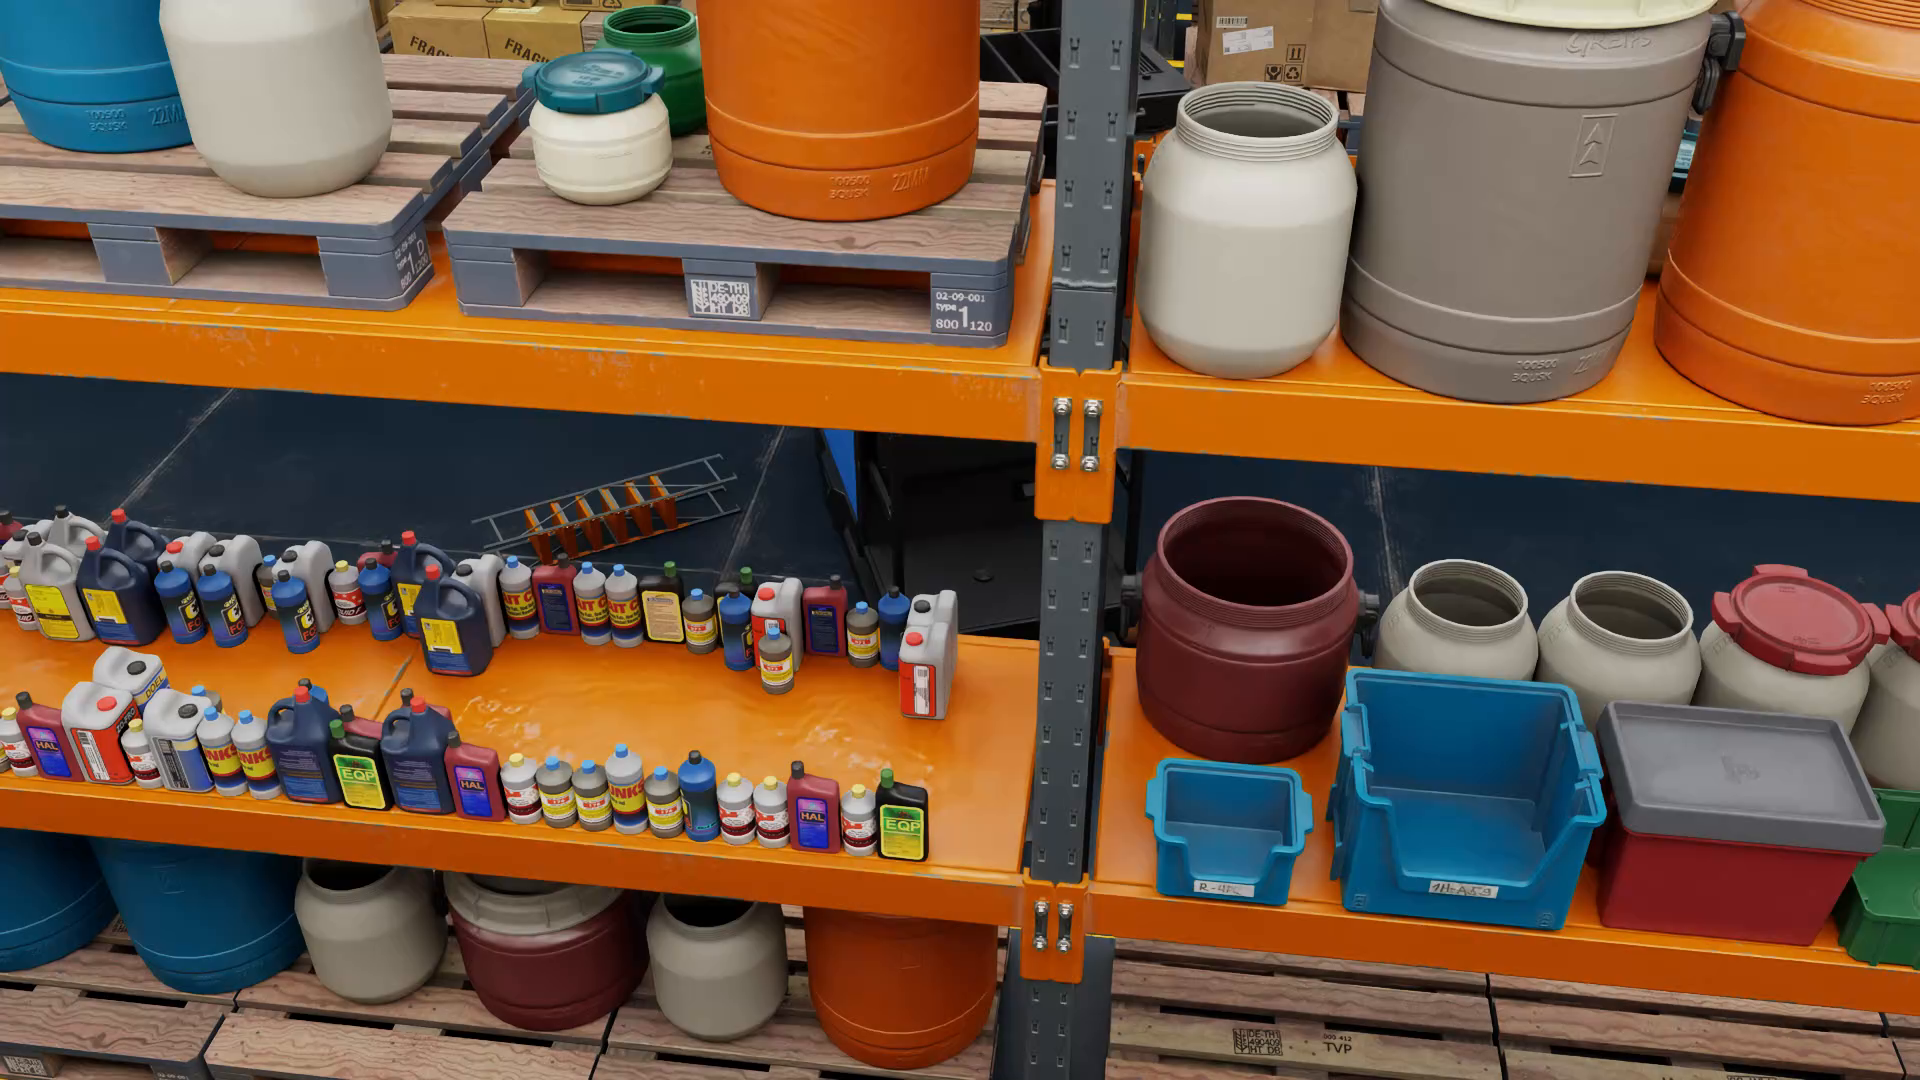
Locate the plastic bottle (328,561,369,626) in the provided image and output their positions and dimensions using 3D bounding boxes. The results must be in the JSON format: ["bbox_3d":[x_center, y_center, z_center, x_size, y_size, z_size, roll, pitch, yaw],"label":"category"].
[{"bbox_3d":[-1.884,0.155,5.122,0.097,0.201,0.097,0,36,0],"label":"plastic bottle"}]

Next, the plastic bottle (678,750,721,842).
[{"bbox_3d":[-0.683,0.660,4.353,0.097,0.271,0.097,0,36,0],"label":"plastic bottle"}]

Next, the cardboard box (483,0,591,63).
[{"bbox_3d":[-2.106,-2.533,8.631,0.500,0.500,0.500,4,36,6],"label":"cardboard box"}]

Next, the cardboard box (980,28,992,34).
[{"bbox_3d":[-0.077,-2.386,8.425,0.500,0.500,0.500,4,36,6],"label":"cardboard box"}]

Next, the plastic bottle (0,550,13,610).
[{"bbox_3d":[-2.985,0.108,5.187,0.097,0.201,0.097,0,36,0],"label":"plastic bottle"}]

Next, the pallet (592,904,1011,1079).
[{"bbox_3d":[-0.480,1.543,5.406,1.213,0.211,1.003,4,36,6],"label":"pallet"}]

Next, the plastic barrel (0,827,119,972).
[{"bbox_3d":[-3.123,0.880,5.380,0.708,0.901,0.600,4,36,6],"label":"plastic barrel"}]

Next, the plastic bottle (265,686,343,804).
[{"bbox_3d":[-1.750,0.535,4.461,0.185,0.351,0.144,4,36,6],"label":"plastic bottle"}]

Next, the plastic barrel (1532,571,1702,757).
[{"bbox_3d":[1.772,0.381,4.537,0.421,0.512,0.421,0,36,0],"label":"plastic barrel"}]

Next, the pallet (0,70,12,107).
[{"bbox_3d":[-2.871,-0.996,4.143,1.003,0.211,1.213,4,36,6],"label":"pallet"}]

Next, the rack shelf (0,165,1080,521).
[{"bbox_3d":[-1.677,-0.633,4.093,4.000,0.370,1.077,4,36,6],"label":"rack shelf"}]

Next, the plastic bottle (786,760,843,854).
[{"bbox_3d":[-0.378,0.689,4.303,0.133,0.283,0.061,4,36,6],"label":"plastic bottle"}]

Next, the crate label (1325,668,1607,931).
[{"bbox_3d":[1.258,0.658,4.216,0.616,0.435,0.502,4,36,6],"label":"crate label"}]

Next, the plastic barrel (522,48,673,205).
[{"bbox_3d":[-0.775,-0.888,3.587,0.301,0.262,0.301,0,36,0],"label":"plastic barrel"}]

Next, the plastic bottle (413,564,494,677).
[{"bbox_3d":[-1.500,0.225,4.895,0.185,0.351,0.144,4,36,6],"label":"plastic bottle"}]

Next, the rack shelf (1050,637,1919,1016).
[{"bbox_3d":[2.291,0.883,4.549,4.000,0.370,1.077,4,36,6],"label":"rack shelf"}]

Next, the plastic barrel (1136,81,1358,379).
[{"bbox_3d":[0.576,-0.624,3.364,0.421,0.512,0.421,0,36,0],"label":"plastic barrel"}]

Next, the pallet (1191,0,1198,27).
[{"bbox_3d":[2.442,-4.025,13.208,1.213,0.211,1.003,4,36,6],"label":"pallet"}]

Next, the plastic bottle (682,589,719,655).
[{"bbox_3d":[-0.784,0.237,5.007,0.097,0.201,0.097,0,36,0],"label":"plastic bottle"}]

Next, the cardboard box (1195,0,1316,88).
[{"bbox_3d":[1.478,-2.606,8.372,0.500,0.500,0.500,0,36,0],"label":"cardboard box"}]

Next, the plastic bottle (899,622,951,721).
[{"bbox_3d":[-0.100,0.363,4.767,0.135,0.276,0.152,4,36,6],"label":"plastic bottle"}]

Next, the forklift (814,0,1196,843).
[{"bbox_3d":[0.162,-0.844,6.409,1.130,2.935,3.031,-9,36,-12],"label":"forklift"}]

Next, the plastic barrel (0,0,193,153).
[{"bbox_3d":[-1.948,-1.411,3.770,0.708,0.901,0.600,4,36,6],"label":"plastic barrel"}]

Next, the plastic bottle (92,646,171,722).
[{"bbox_3d":[-2.312,0.432,4.670,0.135,0.276,0.152,4,36,6],"label":"plastic bottle"}]

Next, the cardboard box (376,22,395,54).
[{"bbox_3d":[-3.281,-2.818,9.333,0.250,0.149,0.380,4,36,6],"label":"cardboard box"}]

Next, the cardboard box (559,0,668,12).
[{"bbox_3d":[-1.716,-3.056,8.501,0.637,0.503,0.797,5,36,6],"label":"cardboard box"}]

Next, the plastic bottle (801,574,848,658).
[{"bbox_3d":[-0.401,0.221,4.958,0.133,0.283,0.061,4,36,6],"label":"plastic bottle"}]

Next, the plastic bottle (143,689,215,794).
[{"bbox_3d":[-2.101,0.537,4.523,0.135,0.276,0.152,4,36,6],"label":"plastic bottle"}]

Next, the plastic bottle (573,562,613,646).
[{"bbox_3d":[-1.109,0.184,5.021,0.097,0.271,0.097,0,36,0],"label":"plastic bottle"}]

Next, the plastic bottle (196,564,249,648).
[{"bbox_3d":[-2.230,0.190,5.013,0.097,0.271,0.097,0,36,0],"label":"plastic bottle"}]

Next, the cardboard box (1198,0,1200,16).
[{"bbox_3d":[2.262,-4.420,12.936,0.750,0.750,1.050,4,36,5],"label":"cardboard box"}]

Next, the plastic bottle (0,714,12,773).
[{"bbox_3d":[-2.679,0.540,4.582,0.097,0.201,0.097,0,36,0],"label":"plastic bottle"}]

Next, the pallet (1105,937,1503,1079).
[{"bbox_3d":[1.070,1.657,5.246,1.213,0.211,1.003,4,36,6],"label":"pallet"}]

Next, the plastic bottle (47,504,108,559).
[{"bbox_3d":[-2.707,0.046,5.146,0.185,0.351,0.144,4,36,6],"label":"plastic bottle"}]

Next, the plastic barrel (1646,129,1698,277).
[{"bbox_3d":[1.598,-0.762,3.773,0.301,0.262,0.301,0,36,0],"label":"plastic barrel"}]

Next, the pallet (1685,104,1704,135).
[{"bbox_3d":[4.166,-2.178,8.384,1.213,0.211,1.003,4,36,6],"label":"pallet"}]

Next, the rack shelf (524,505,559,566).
[{"bbox_3d":[-1.911,-0.026,7.621,0.103,0.180,0.258,-17,39,-22],"label":"rack shelf"}]

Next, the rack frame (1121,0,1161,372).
[{"bbox_3d":[0.938,-2.411,8.546,0.127,3.000,1.000,4,36,6],"label":"rack frame"}]

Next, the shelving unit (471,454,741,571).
[{"bbox_3d":[-1.632,-0.113,7.739,1.200,0.189,0.258,-17,39,-22],"label":"shelving unit"}]

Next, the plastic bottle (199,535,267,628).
[{"bbox_3d":[-2.232,0.114,5.114,0.135,0.276,0.152,4,36,6],"label":"plastic bottle"}]

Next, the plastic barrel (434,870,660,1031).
[{"bbox_3d":[-1.301,1.143,5.280,0.708,0.588,0.600,4,36,6],"label":"plastic barrel"}]

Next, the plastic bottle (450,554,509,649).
[{"bbox_3d":[-1.457,0.172,5.033,0.135,0.276,0.152,4,36,6],"label":"plastic bottle"}]

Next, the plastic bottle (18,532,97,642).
[{"bbox_3d":[-2.725,0.129,5.029,0.185,0.351,0.144,4,36,6],"label":"plastic bottle"}]

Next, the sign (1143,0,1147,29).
[{"bbox_3d":[0.870,-2.562,7.762,0.005,0.325,0.100,4,36,6],"label":"sign"}]

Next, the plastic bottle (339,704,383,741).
[{"bbox_3d":[-1.590,0.563,4.480,0.133,0.283,0.061,4,36,6],"label":"plastic bottle"}]

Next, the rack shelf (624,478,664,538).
[{"bbox_3d":[-1.486,-0.158,7.800,0.103,0.180,0.258,-17,39,-22],"label":"rack shelf"}]

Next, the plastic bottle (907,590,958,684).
[{"bbox_3d":[-0.081,0.275,4.890,0.135,0.276,0.152,4,36,6],"label":"plastic bottle"}]

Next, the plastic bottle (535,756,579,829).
[{"bbox_3d":[-1.069,0.660,4.414,0.097,0.201,0.097,0,36,0],"label":"plastic bottle"}]
